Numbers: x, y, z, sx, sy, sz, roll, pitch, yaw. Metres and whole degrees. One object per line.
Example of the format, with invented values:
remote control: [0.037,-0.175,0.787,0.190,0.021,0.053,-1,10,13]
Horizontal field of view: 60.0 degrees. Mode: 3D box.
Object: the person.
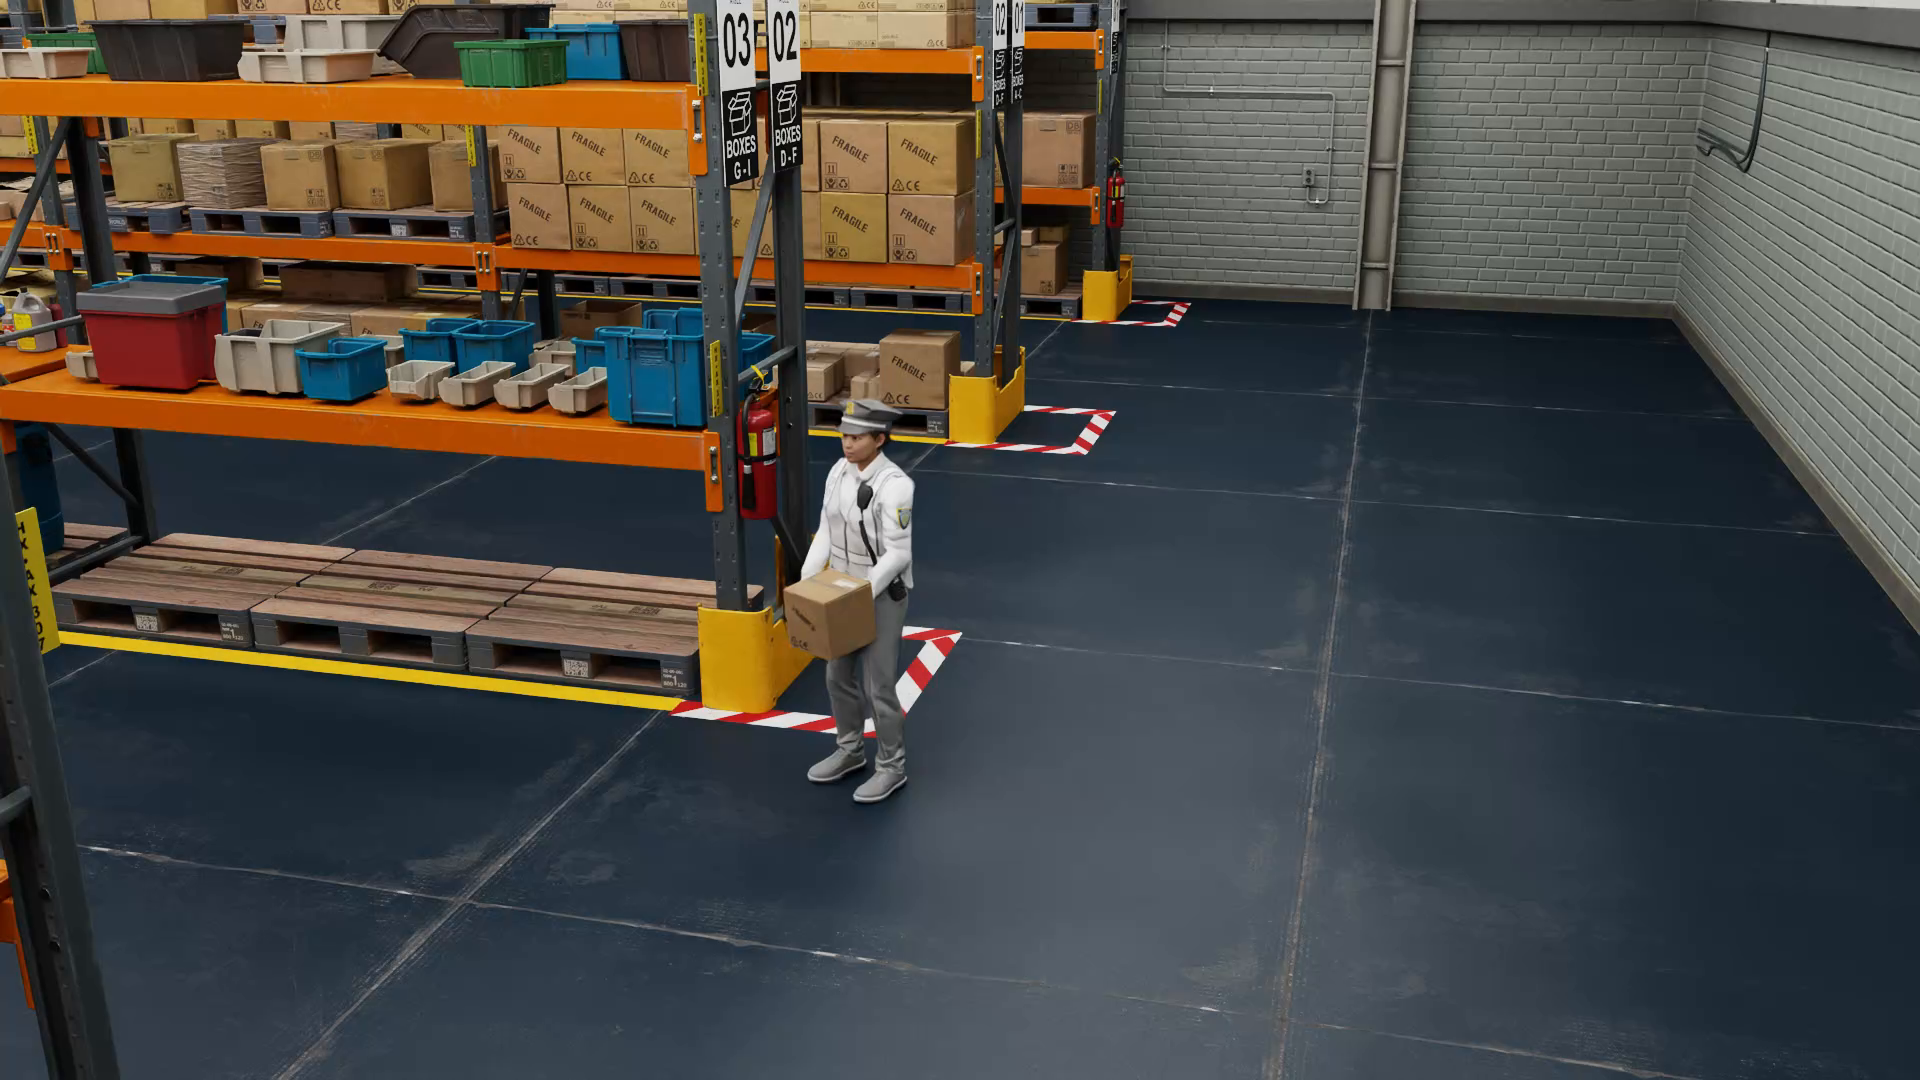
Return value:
person: [-0.424,0.242,6.785,0.495,1.689,0.452,17,25,41]
